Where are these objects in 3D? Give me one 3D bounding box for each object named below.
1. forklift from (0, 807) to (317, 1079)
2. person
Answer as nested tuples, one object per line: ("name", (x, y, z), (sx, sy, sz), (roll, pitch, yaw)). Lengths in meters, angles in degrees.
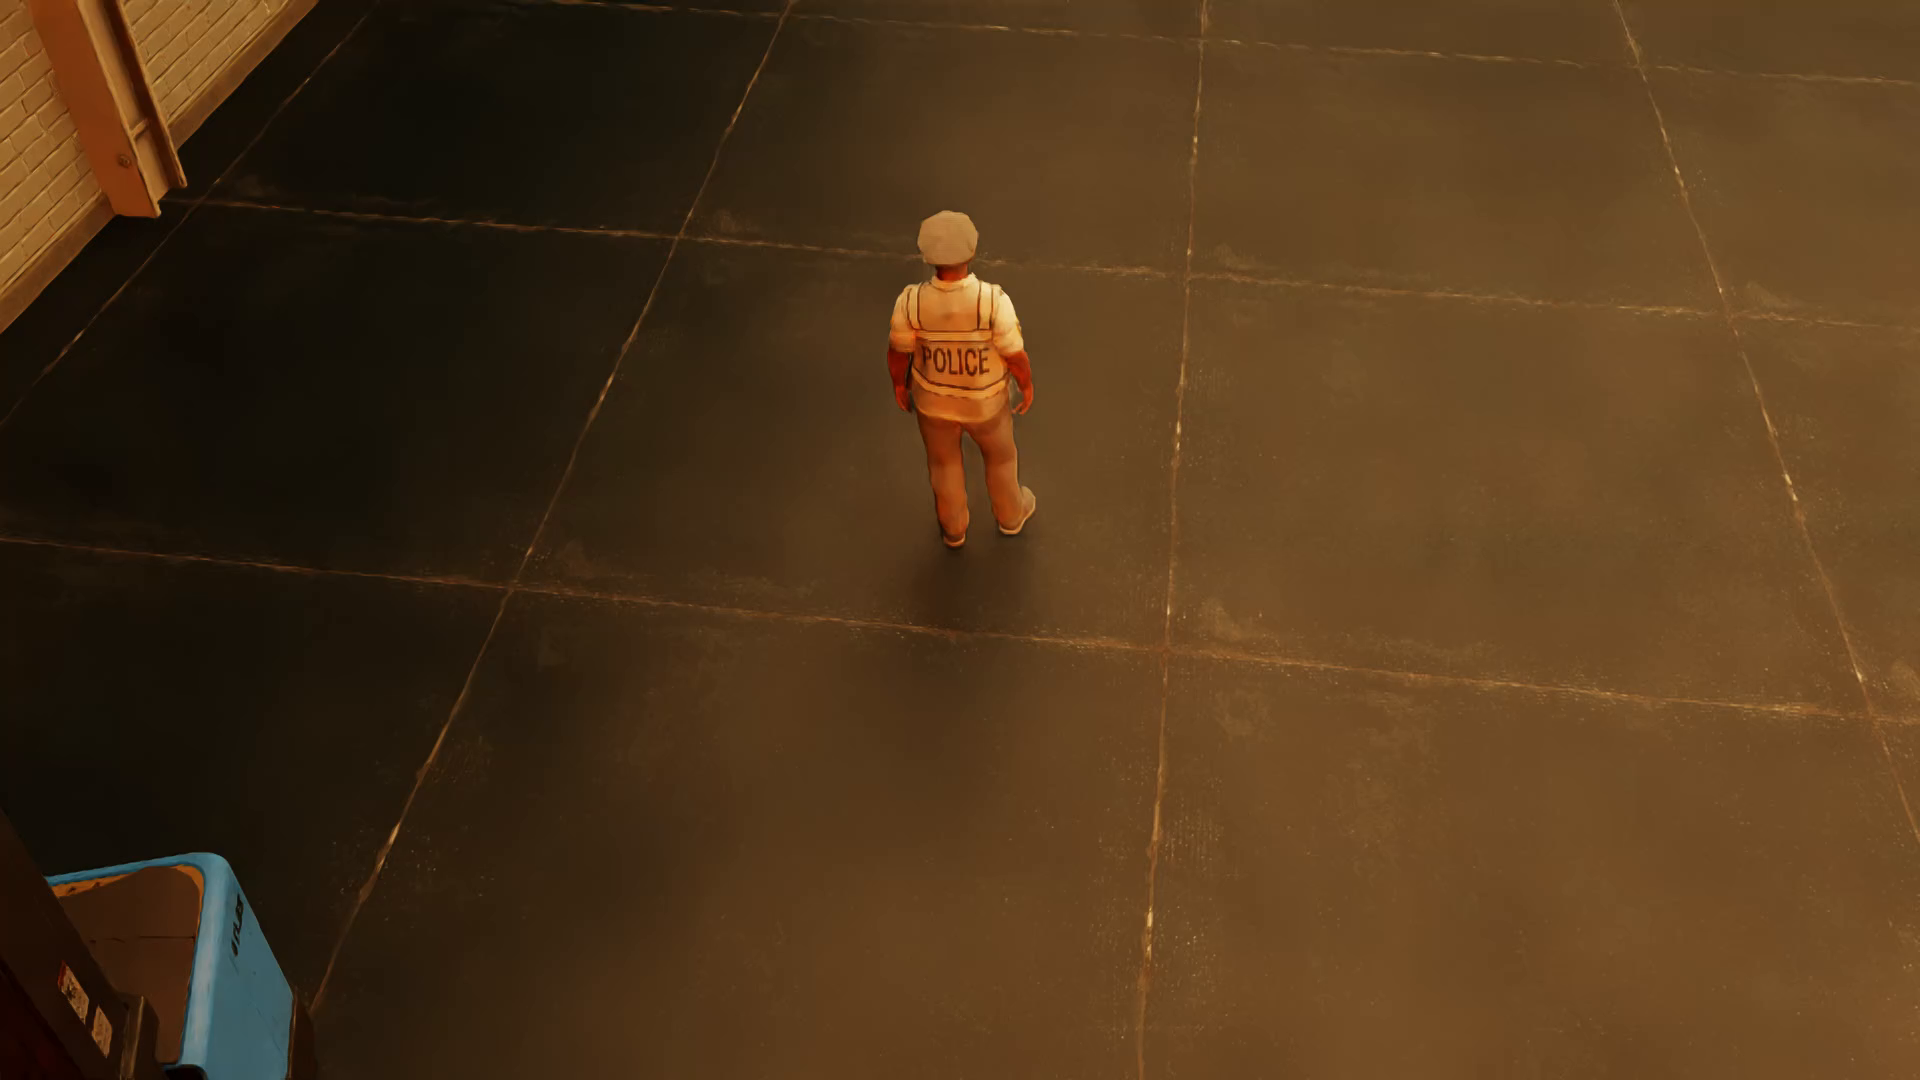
("forklift", (-2.491, 1.728, 3.843), (1.130, 2.935, 3.031), (-8, 43, -9))
("person", (0.022, -0.713, 7.338), (0.640, 1.781, 0.574), (5, 43, 6))
